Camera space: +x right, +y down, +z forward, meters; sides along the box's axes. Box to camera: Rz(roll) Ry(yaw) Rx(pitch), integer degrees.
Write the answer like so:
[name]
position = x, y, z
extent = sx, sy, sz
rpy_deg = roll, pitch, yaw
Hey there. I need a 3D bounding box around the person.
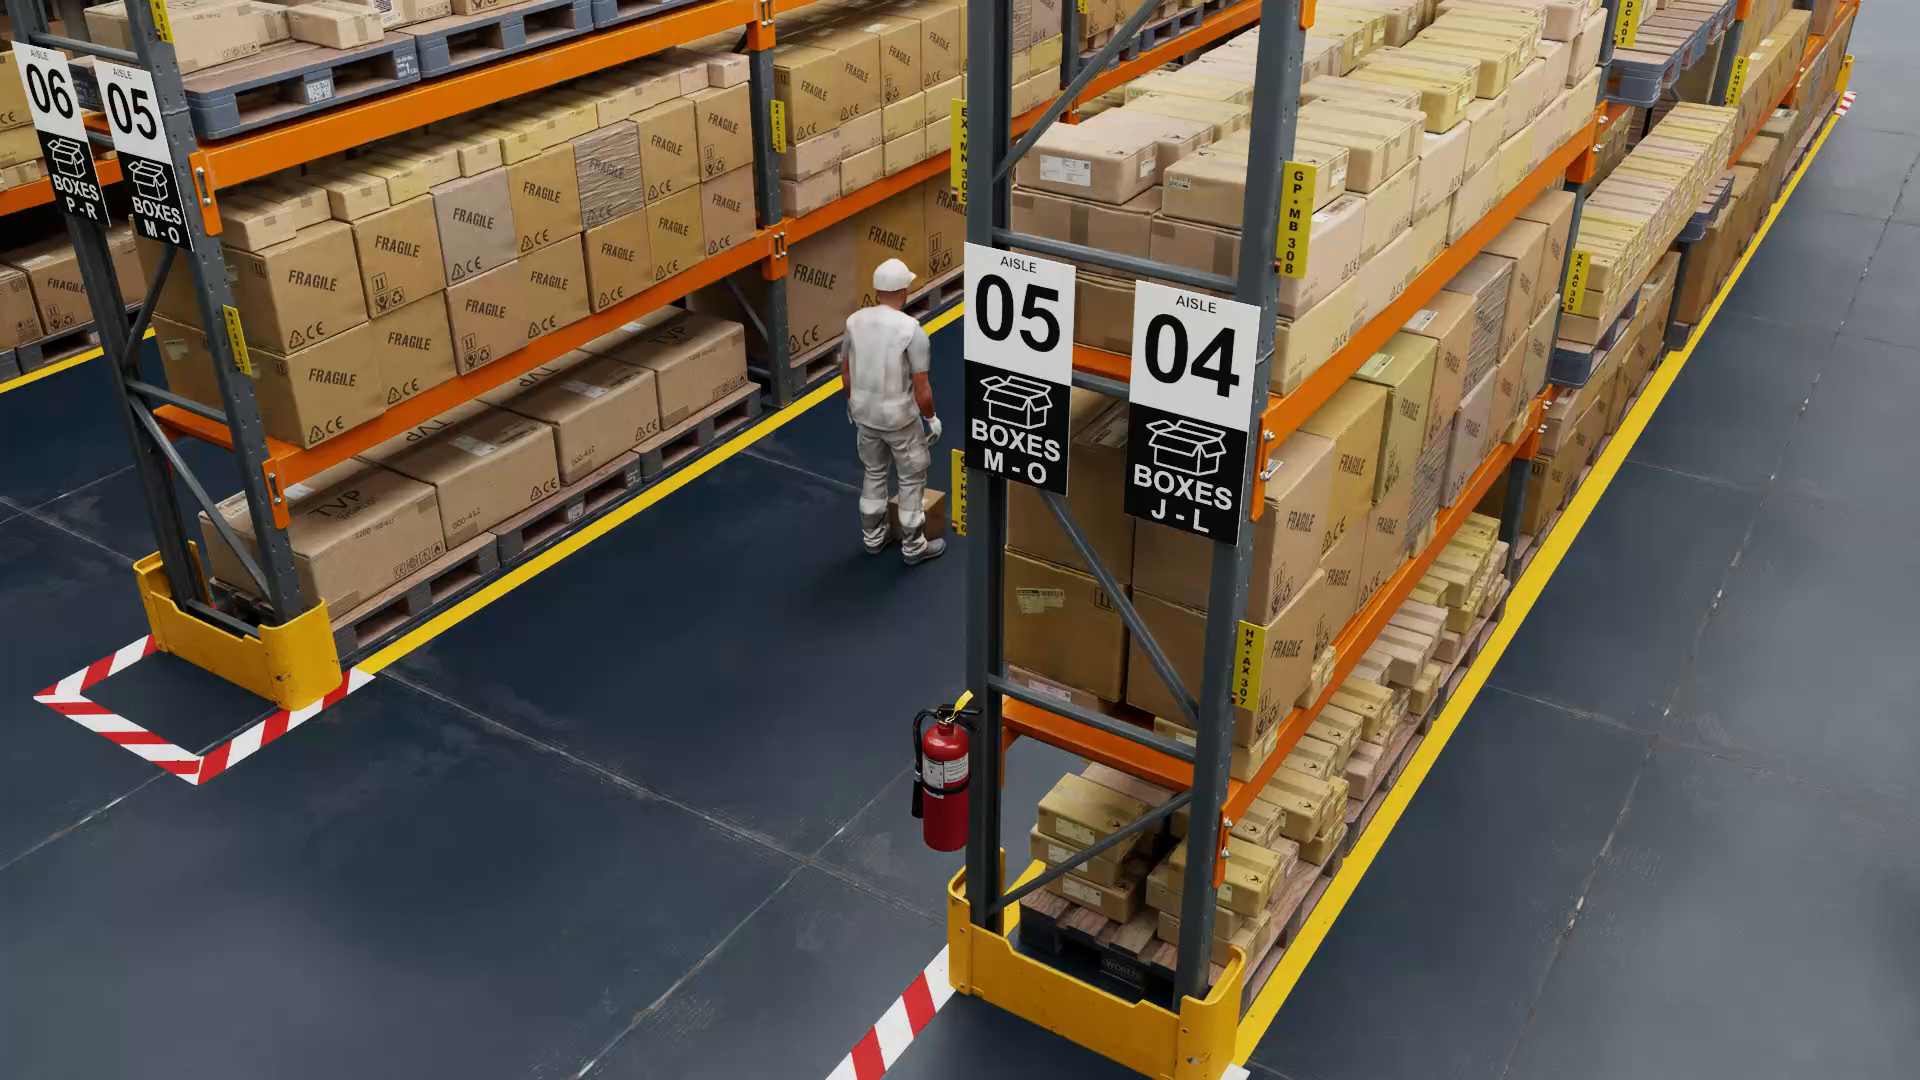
[person]
position = -0.383, -0.713, 9.403
extent = 0.615, 1.776, 0.456
rpy_deg = 17, 34, 27
